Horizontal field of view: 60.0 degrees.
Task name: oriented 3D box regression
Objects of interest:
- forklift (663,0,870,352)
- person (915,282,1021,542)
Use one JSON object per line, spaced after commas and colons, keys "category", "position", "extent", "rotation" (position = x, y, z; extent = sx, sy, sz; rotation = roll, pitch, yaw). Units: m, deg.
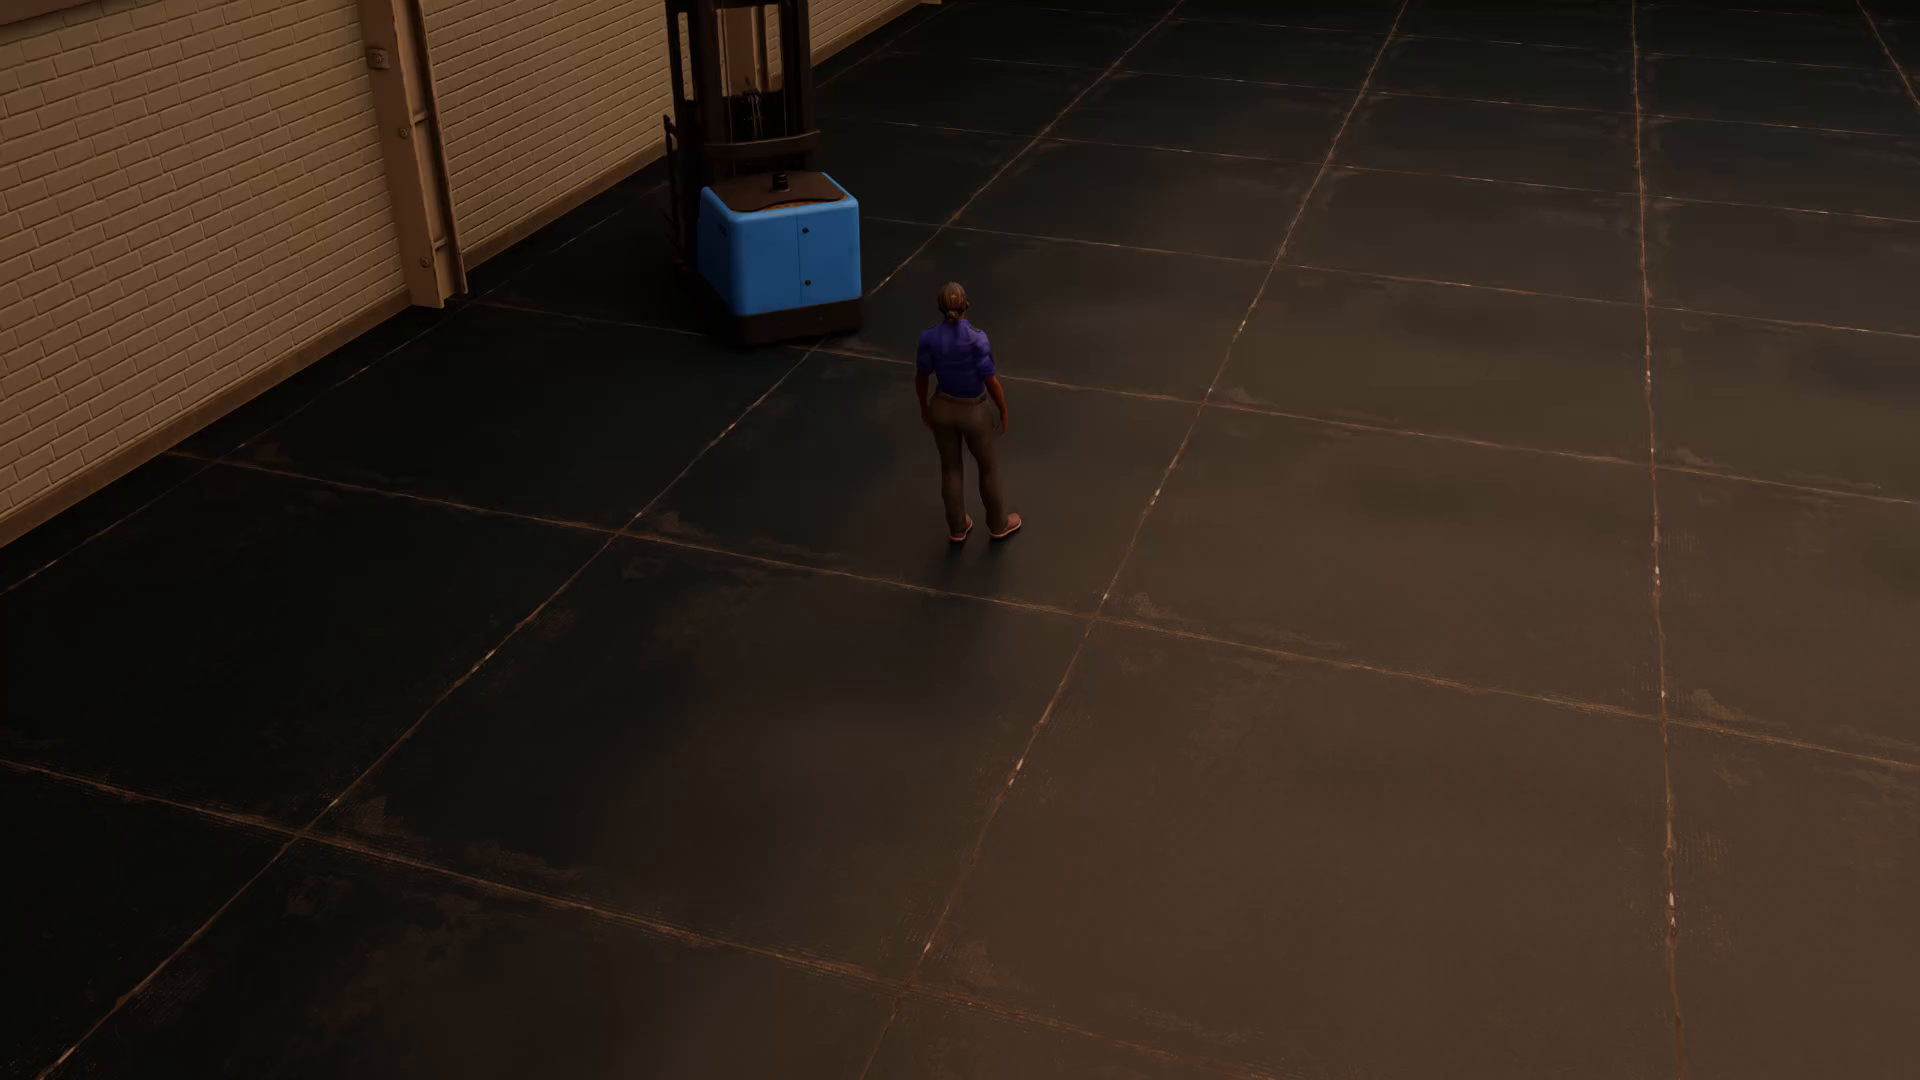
{"category": "forklift", "position": [-1.734, -3.391, 13.086], "extent": [1.130, 2.935, 3.031], "rotation": [-12, 32, -20]}
{"category": "person", "position": [0.047, -0.756, 9.753], "extent": [0.570, 1.641, 0.504], "rotation": [10, 31, 16]}
